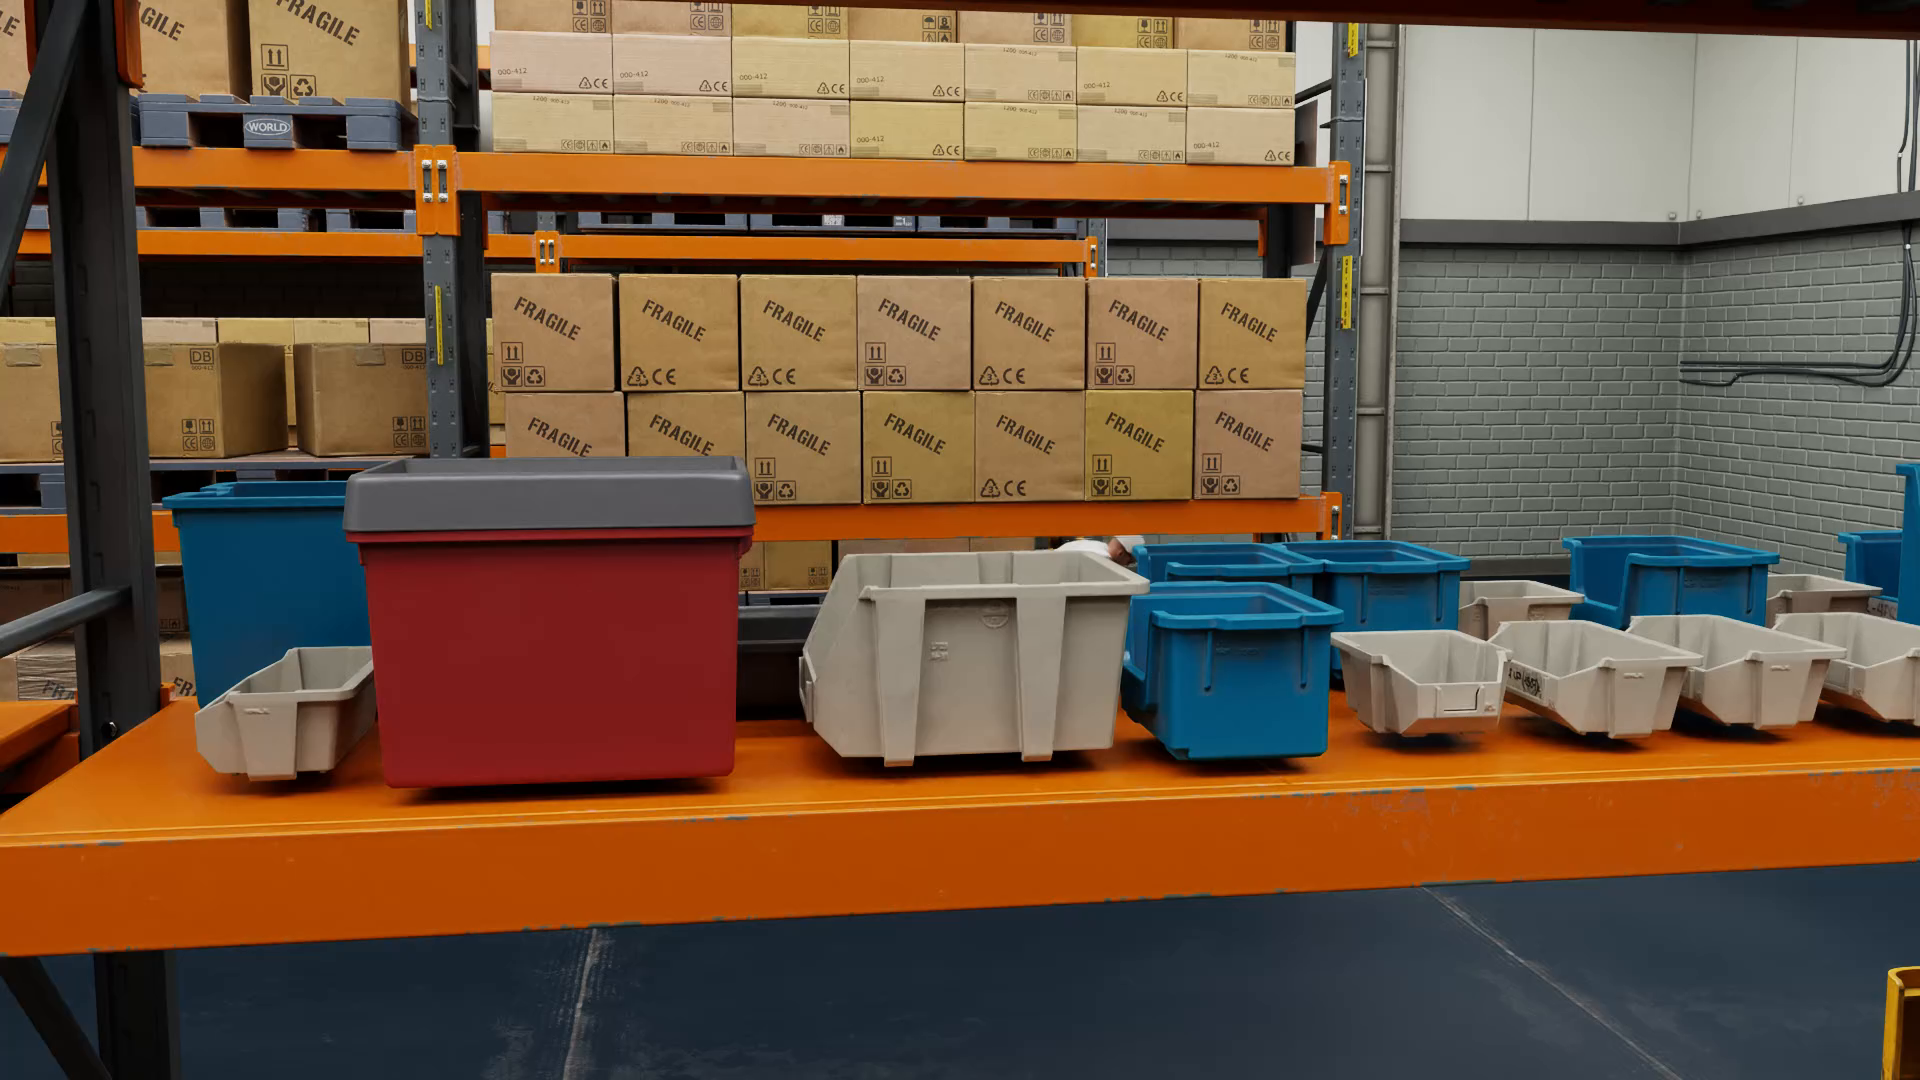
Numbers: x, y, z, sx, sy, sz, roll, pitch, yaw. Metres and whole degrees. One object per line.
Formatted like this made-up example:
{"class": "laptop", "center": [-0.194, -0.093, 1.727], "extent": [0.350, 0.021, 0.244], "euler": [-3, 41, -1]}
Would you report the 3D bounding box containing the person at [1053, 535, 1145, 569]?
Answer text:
{"class": "person", "center": [0.722, 0.376, 10.340], "extent": [0.888, 0.882, 0.559], "euler": [-1, 6, -9]}
